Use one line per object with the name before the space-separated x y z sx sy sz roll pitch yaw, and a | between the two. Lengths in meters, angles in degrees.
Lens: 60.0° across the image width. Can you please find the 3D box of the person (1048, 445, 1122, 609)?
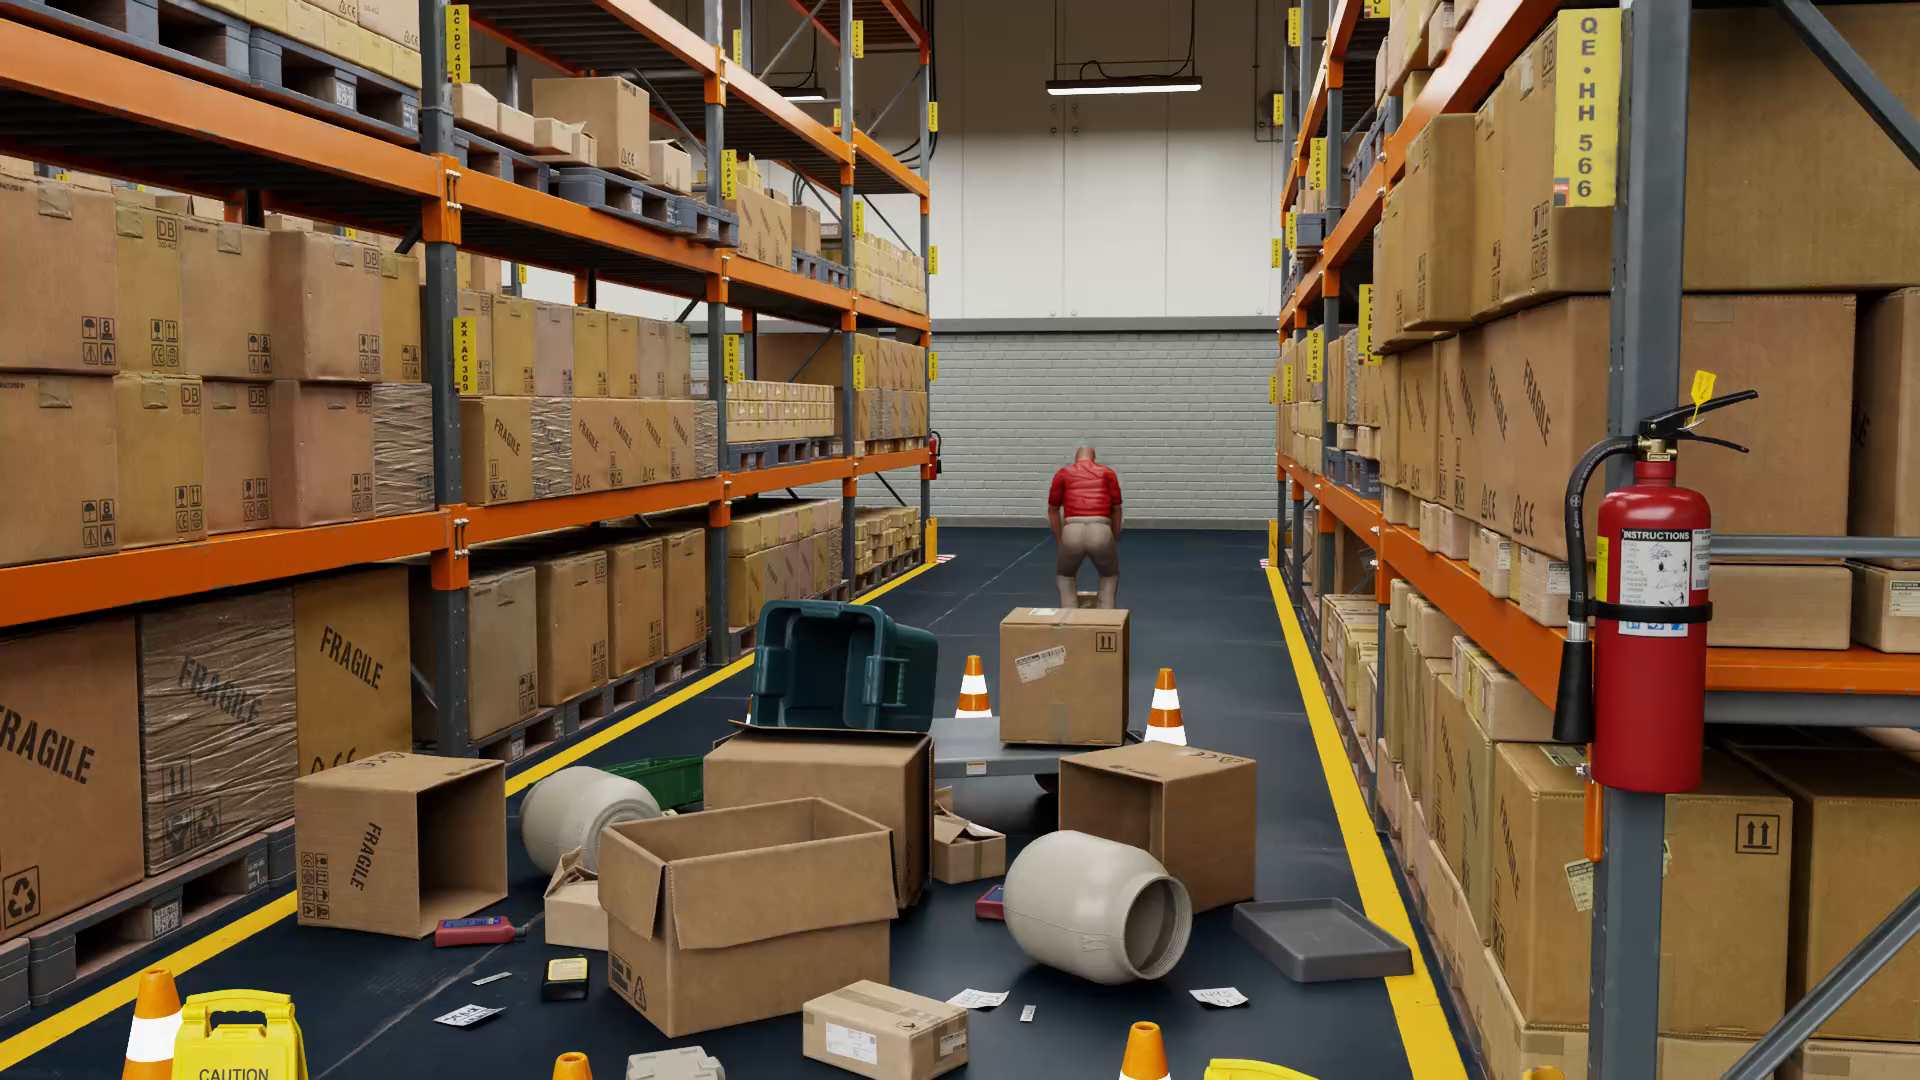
person | 0.979 -0.005 13.115 0.588 1.459 0.615 1 4 9
